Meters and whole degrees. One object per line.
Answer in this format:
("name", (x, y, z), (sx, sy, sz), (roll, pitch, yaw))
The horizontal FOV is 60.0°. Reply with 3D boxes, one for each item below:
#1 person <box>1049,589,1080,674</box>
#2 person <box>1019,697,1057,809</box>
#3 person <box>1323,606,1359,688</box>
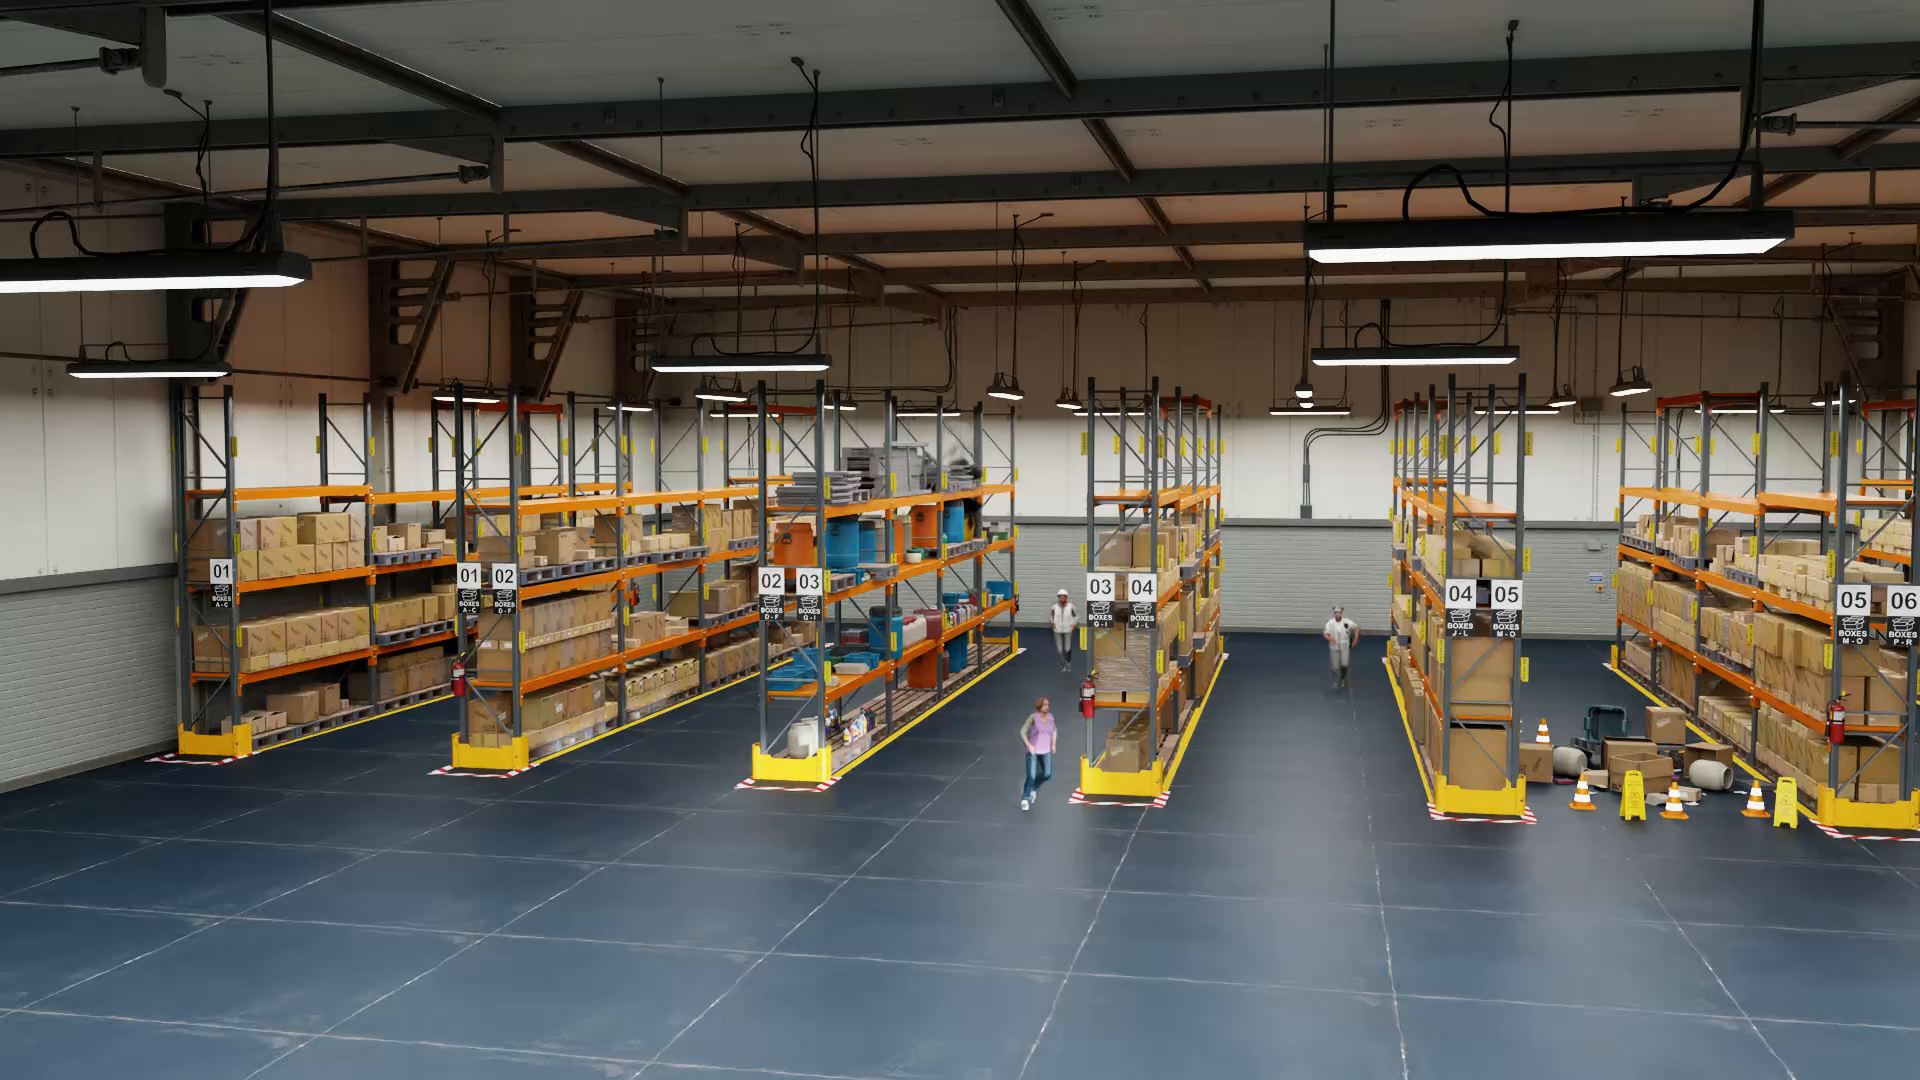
("person", (2.148, 1.917, 34.561), (0.635, 1.773, 0.567), (1, 3, 10))
("person", (1.117, 2.949, 23.023), (0.596, 1.545, 0.477), (-1, 3, -18))
("person", (7.811, 2.209, 34.132), (0.691, 1.738, 0.809), (1, 3, 16))
